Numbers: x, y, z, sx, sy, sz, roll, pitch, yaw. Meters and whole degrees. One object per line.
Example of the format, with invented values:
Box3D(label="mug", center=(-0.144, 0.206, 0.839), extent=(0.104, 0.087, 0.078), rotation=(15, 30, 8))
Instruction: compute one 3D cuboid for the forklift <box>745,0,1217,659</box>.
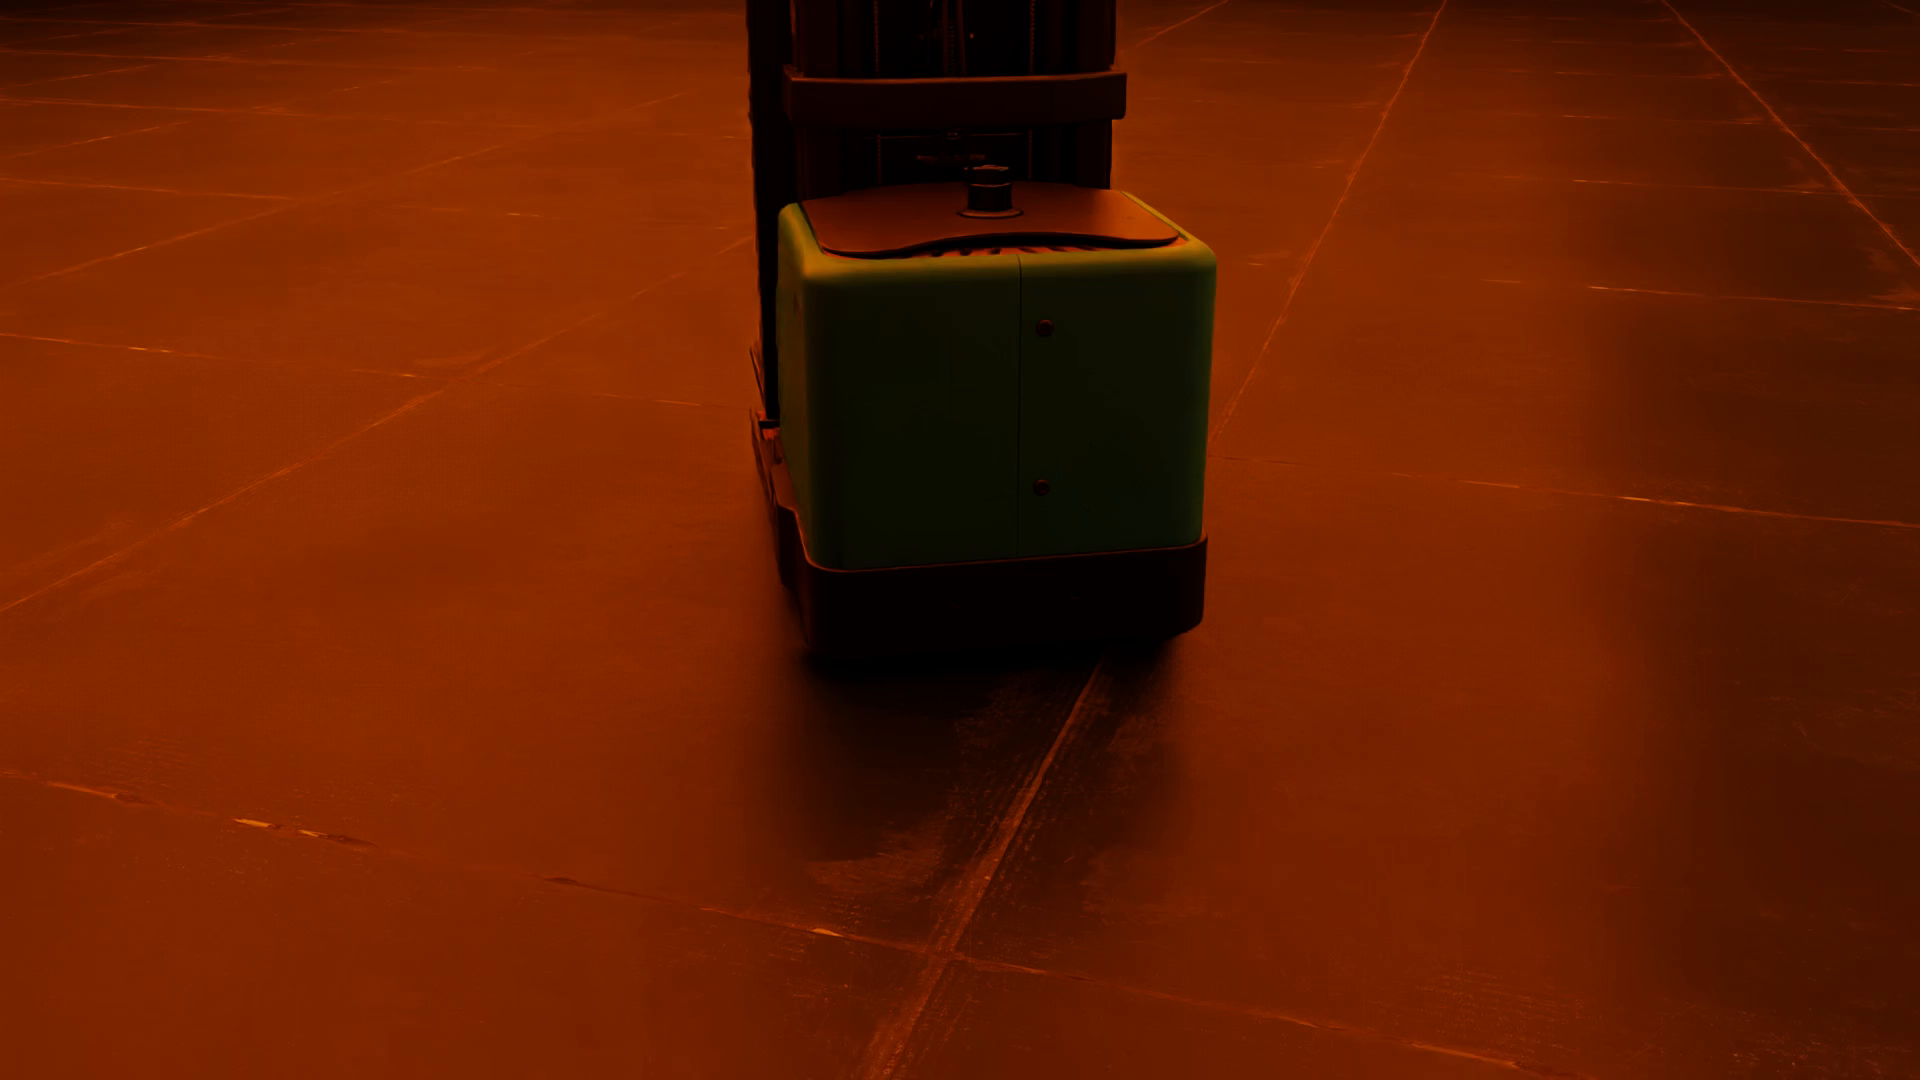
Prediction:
Box3D(label="forklift", center=(-0.126, -1.585, 5.120), extent=(1.130, 2.935, 3.031), rotation=(-4, 23, -10))
